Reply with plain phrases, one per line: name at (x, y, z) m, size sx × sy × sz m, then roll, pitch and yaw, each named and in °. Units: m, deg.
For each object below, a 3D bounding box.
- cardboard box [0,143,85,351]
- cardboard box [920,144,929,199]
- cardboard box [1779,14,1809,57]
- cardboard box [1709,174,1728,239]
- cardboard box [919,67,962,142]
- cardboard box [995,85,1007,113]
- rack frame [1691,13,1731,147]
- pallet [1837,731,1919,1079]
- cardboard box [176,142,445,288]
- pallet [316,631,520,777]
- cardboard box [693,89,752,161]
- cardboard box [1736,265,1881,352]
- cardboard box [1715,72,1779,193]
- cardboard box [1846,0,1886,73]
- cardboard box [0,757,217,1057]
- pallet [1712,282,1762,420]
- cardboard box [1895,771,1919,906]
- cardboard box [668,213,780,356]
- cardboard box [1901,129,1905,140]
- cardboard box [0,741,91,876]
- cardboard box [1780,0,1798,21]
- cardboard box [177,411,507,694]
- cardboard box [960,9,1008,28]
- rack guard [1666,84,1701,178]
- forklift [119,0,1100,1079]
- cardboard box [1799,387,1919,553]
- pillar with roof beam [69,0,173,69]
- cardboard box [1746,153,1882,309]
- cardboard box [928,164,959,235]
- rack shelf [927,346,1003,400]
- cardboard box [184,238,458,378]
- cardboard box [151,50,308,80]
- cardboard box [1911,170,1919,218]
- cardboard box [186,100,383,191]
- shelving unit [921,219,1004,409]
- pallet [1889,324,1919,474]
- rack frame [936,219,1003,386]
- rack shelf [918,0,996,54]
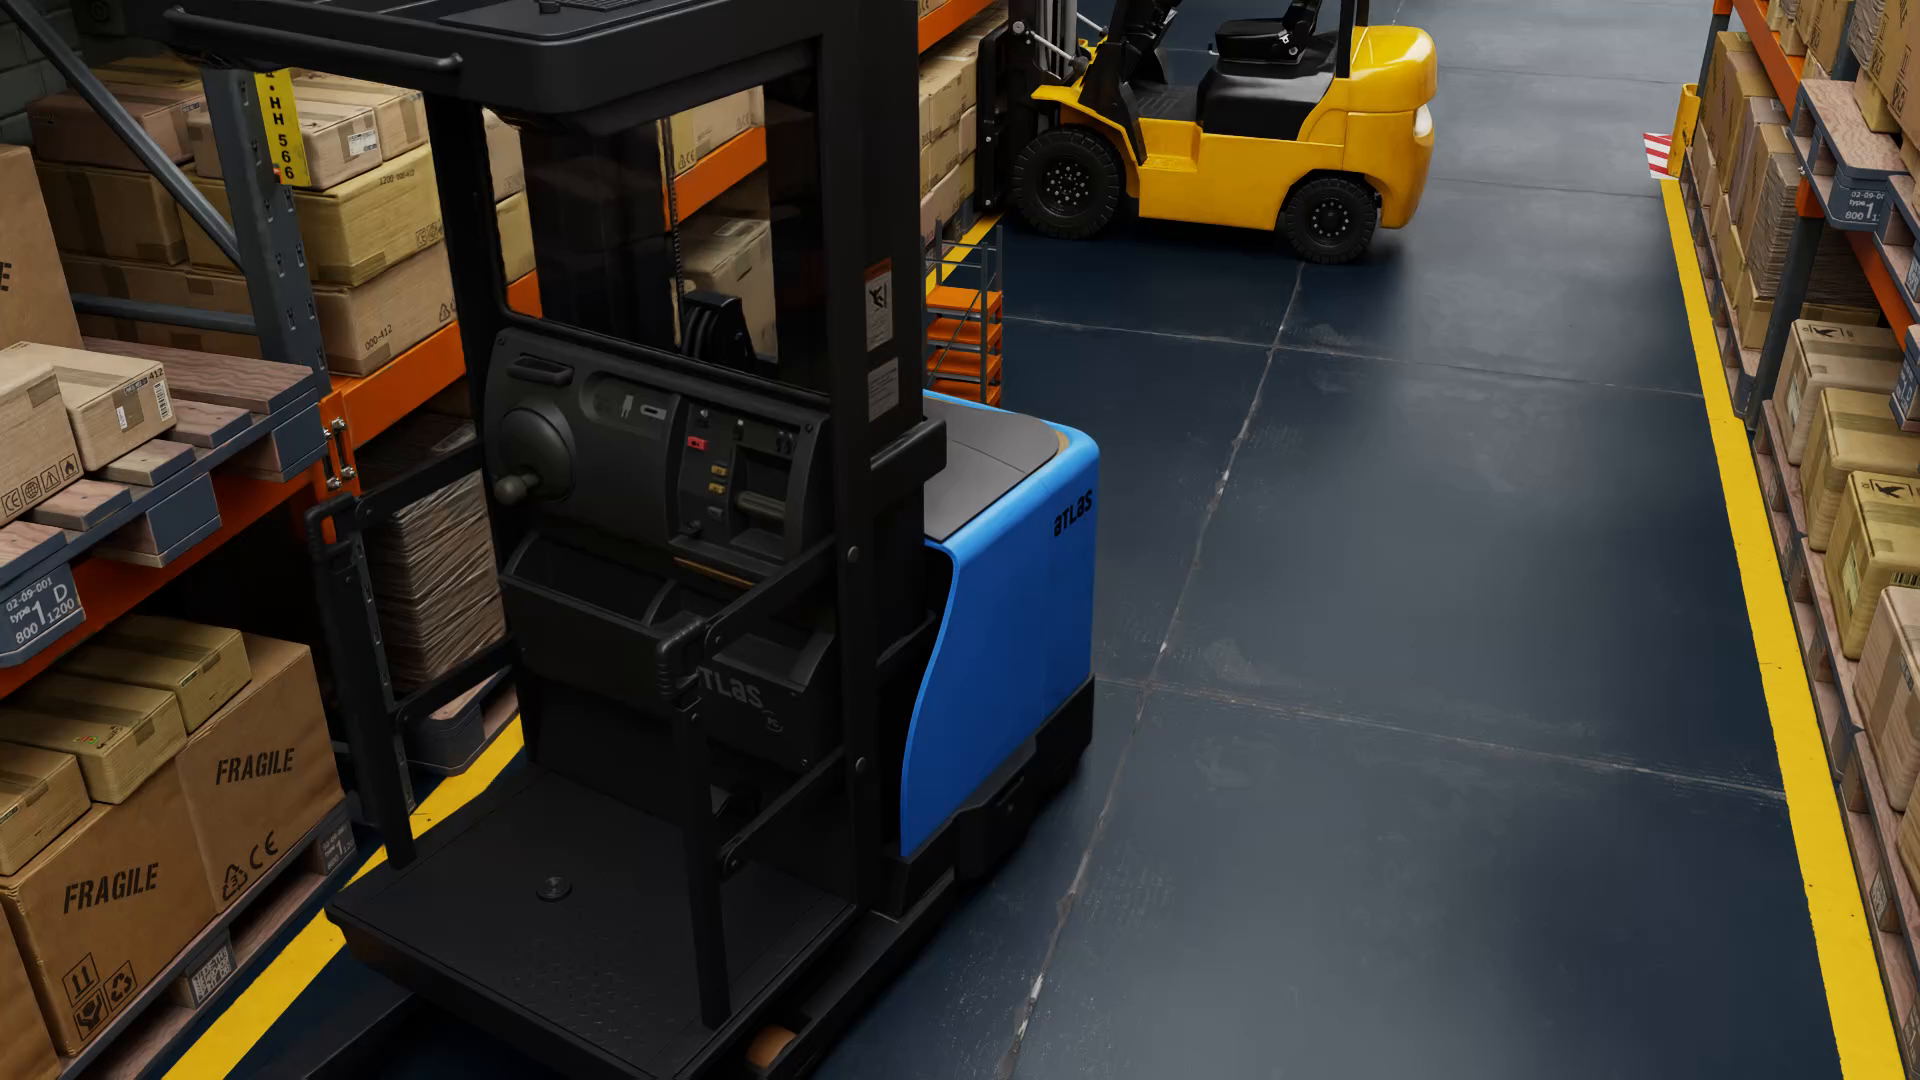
cardboard box at (-2.379, -0.582, 3.676) m, size 0.500 × 0.500 × 0.500 m, roll 10°, pitch 31°, yaw 17°
cardboard box at (-0.467, -1.812, 8.304) m, size 0.500 × 0.250 × 0.500 m, roll 8°, pitch 30°, yaw 15°
cardboard box at (3.940, -2.280, 7.521) m, size 0.380 × 0.149 × 0.250 m, roll 8°, pitch 30°, yaw 14°
cardboard box at (4.210, -1.738, 8.685) m, size 0.500 × 0.250 × 0.500 m, roll 11°, pitch 31°, yaw 18°
cardboard box at (-0.302, -2.266, 8.605) m, size 0.500 × 0.250 × 0.500 m, roll 9°, pitch 30°, yaw 15°
cardboard box at (-0.013, -2.513, 9.564) m, size 0.500 × 0.250 × 0.500 m, roll 8°, pitch 30°, yaw 15°
rack frame at (5.016, -3.583, 9.605) m, size 1.000 × 3.000 × 0.127 m, roll 8°, pitch 30°, yaw 15°
pallet at (2.899, 0.990, 4.253) m, size 1.003 × 0.211 × 1.213 m, roll 8°, pitch 30°, yaw 15°
cardboard box at (-1.691, -0.893, 4.409) m, size 0.500 × 0.250 × 0.500 m, roll 8°, pitch 30°, yaw 15°
pallet at (-1.799, 0.270, 5.548) m, size 1.003 × 0.211 × 1.213 m, roll 8°, pitch 30°, yaw 15°
cardboard box at (-1.119, -1.633, 6.254) m, size 0.500 × 0.250 × 0.500 m, roll 9°, pitch 30°, yaw 15°
cardboard box at (3.759, -1.019, 7.393) m, size 0.500 × 0.250 × 0.500 m, roll 10°, pitch 31°, yaw 17°
cardboard box at (4.204, -2.071, 8.512) m, size 0.500 × 0.500 × 0.500 m, roll 9°, pitch 30°, yaw 16°
cardboard box at (3.430, -1.904, 5.747) m, size 0.500 × 0.500 × 0.500 m, roll 9°, pitch 30°, yaw 16°
cardboard box at (-2.154, 0.795, 3.874) m, size 0.500 × 0.500 × 0.500 m, roll 8°, pitch 30°, yaw 14°
pallet at (4.005, -0.823, 7.512) m, size 1.003 × 0.211 × 1.213 m, roll 8°, pitch 30°, yaw 15°
cardboard box at (2.843, 0.838, 3.928) m, size 0.950 × 0.372 × 0.625 m, roll 6°, pitch 30°, yaw 11°
cardboard box at (-1.282, -0.973, 6.924) m, size 0.875 × 0.625 × 0.625 m, roll 8°, pitch 30°, yaw 14°
cardboard box at (3.286, -1.329, 5.379) m, size 0.380 × 0.149 × 0.250 m, roll 10°, pitch 31°, yaw 18°
cardboard box at (-2.151, 0.567, 3.618) m, size 0.380 × 0.149 × 0.250 m, roll 7°, pitch 30°, yaw 13°
cardboard box at (4.027, -2.622, 7.469) m, size 0.500 × 0.500 × 0.500 m, roll 9°, pitch 30°, yaw 16°
cardboard box at (-1.882, -0.006, 5.185) m, size 0.875 × 0.625 × 0.625 m, roll 9°, pitch 30°, yaw 16°
cardboard box at (0.150, -2.976, 9.882) m, size 0.500 × 0.250 × 0.500 m, roll 9°, pitch 30°, yaw 16°
rack guard at (4.994, -2.455, 10.150) m, size 1.175 × 0.500 × 0.348 m, roll 8°, pitch 30°, yaw 15°
forklift at (-0.808, -0.155, 3.513) m, size 1.130 × 2.935 × 3.031 m, roll 17°, pitch 33°, yaw 28°
cardboard box at (3.483, -0.181, 5.760) m, size 0.950 × 0.372 × 0.625 m, roll 10°, pitch 31°, yaw 18°
pillar with roof beam at (1.558, -3.314, 2.950) m, size 9.100 × 9.000 × 0.400 m, roll 8°, pitch 30°, yaw 15°
cardboard box at (3.759, -1.347, 7.211) m, size 0.500 × 0.500 × 0.500 m, roll 8°, pitch 30°, yaw 14°
cardboard box at (-0.311, -1.828, 8.848) m, size 0.500 × 0.250 × 0.500 m, roll 8°, pitch 30°, yaw 14°
rack shelf at (0.004, -0.597, 5.934) m, size 0.258 × 0.103 × 0.180 m, roll 8°, pitch 30°, yaw 15°
cardboard box at (-1.714, -0.678, 4.537) m, size 0.500 × 0.250 × 0.500 m, roll 9°, pitch 30°, yaw 15°
cardboard box at (-2.072, -1.328, 4.782) m, size 0.380 × 0.149 × 0.250 m, roll 8°, pitch 30°, yaw 15°
cardboard box at (2.969, -0.984, 4.761) m, size 0.380 × 0.149 × 0.250 m, roll 10°, pitch 31°, yaw 17°
cardboard box at (-1.703, -1.005, 4.201) m, size 0.380 × 0.149 × 0.250 m, roll 9°, pitch 30°, yaw 16°
shelving unit at (0.004, -0.531, 5.970) m, size 0.258 × 1.200 × 0.189 m, roll 8°, pitch 30°, yaw 15°
pallet at (2.775, -0.128, 3.592) m, size 1.213 × 0.211 × 1.003 m, roll 8°, pitch 30°, yaw 15°
rack frame at (0.031, -0.574, 6.047) m, size 0.240 × 1.200 × 0.006 m, roll 8°, pitch 30°, yaw 15°
rack shelf at (-0.317, -3.046, 9.380) m, size 1.077 × 0.370 × 4.000 m, roll 8°, pitch 30°, yaw 15°
